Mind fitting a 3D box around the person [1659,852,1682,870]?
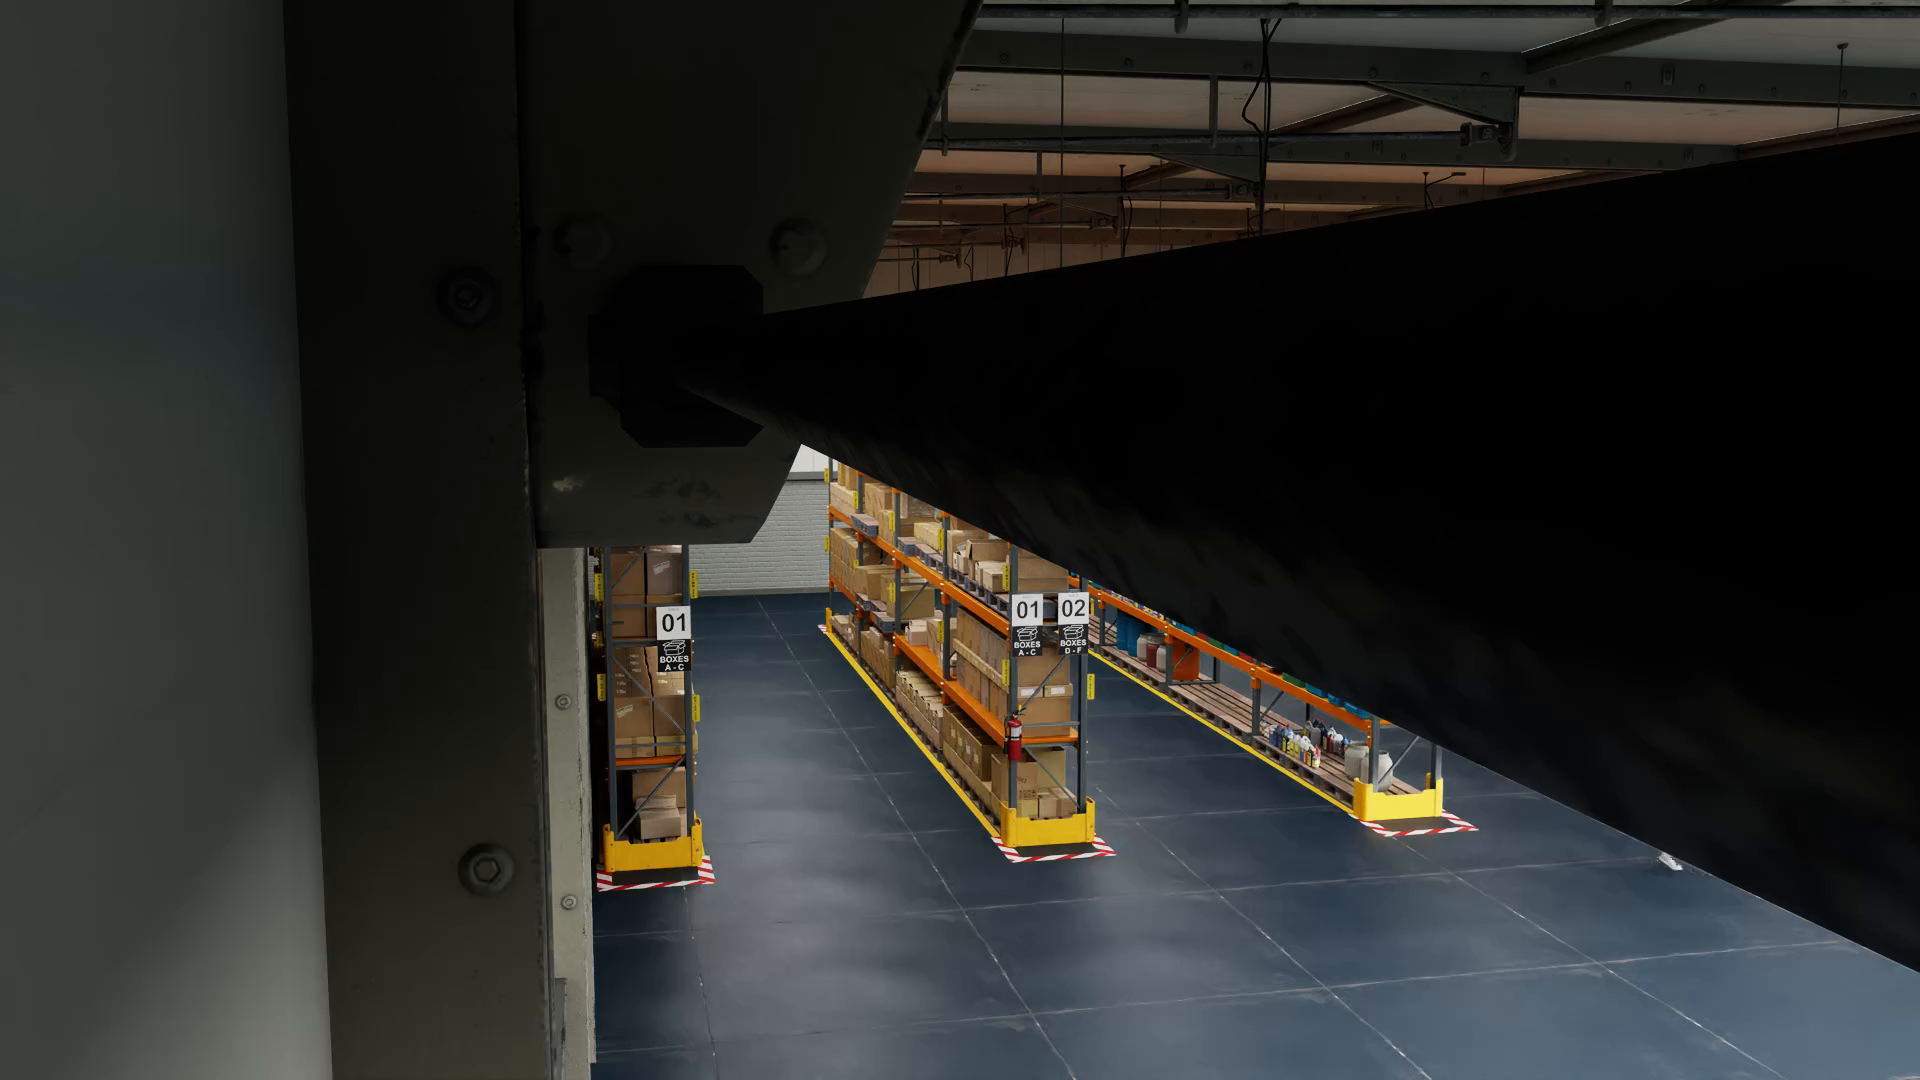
[{"bbox_3d":[8.792,3.152,19.747,0.855,1.724,0.564,3,7,21],"label":"person"}]
